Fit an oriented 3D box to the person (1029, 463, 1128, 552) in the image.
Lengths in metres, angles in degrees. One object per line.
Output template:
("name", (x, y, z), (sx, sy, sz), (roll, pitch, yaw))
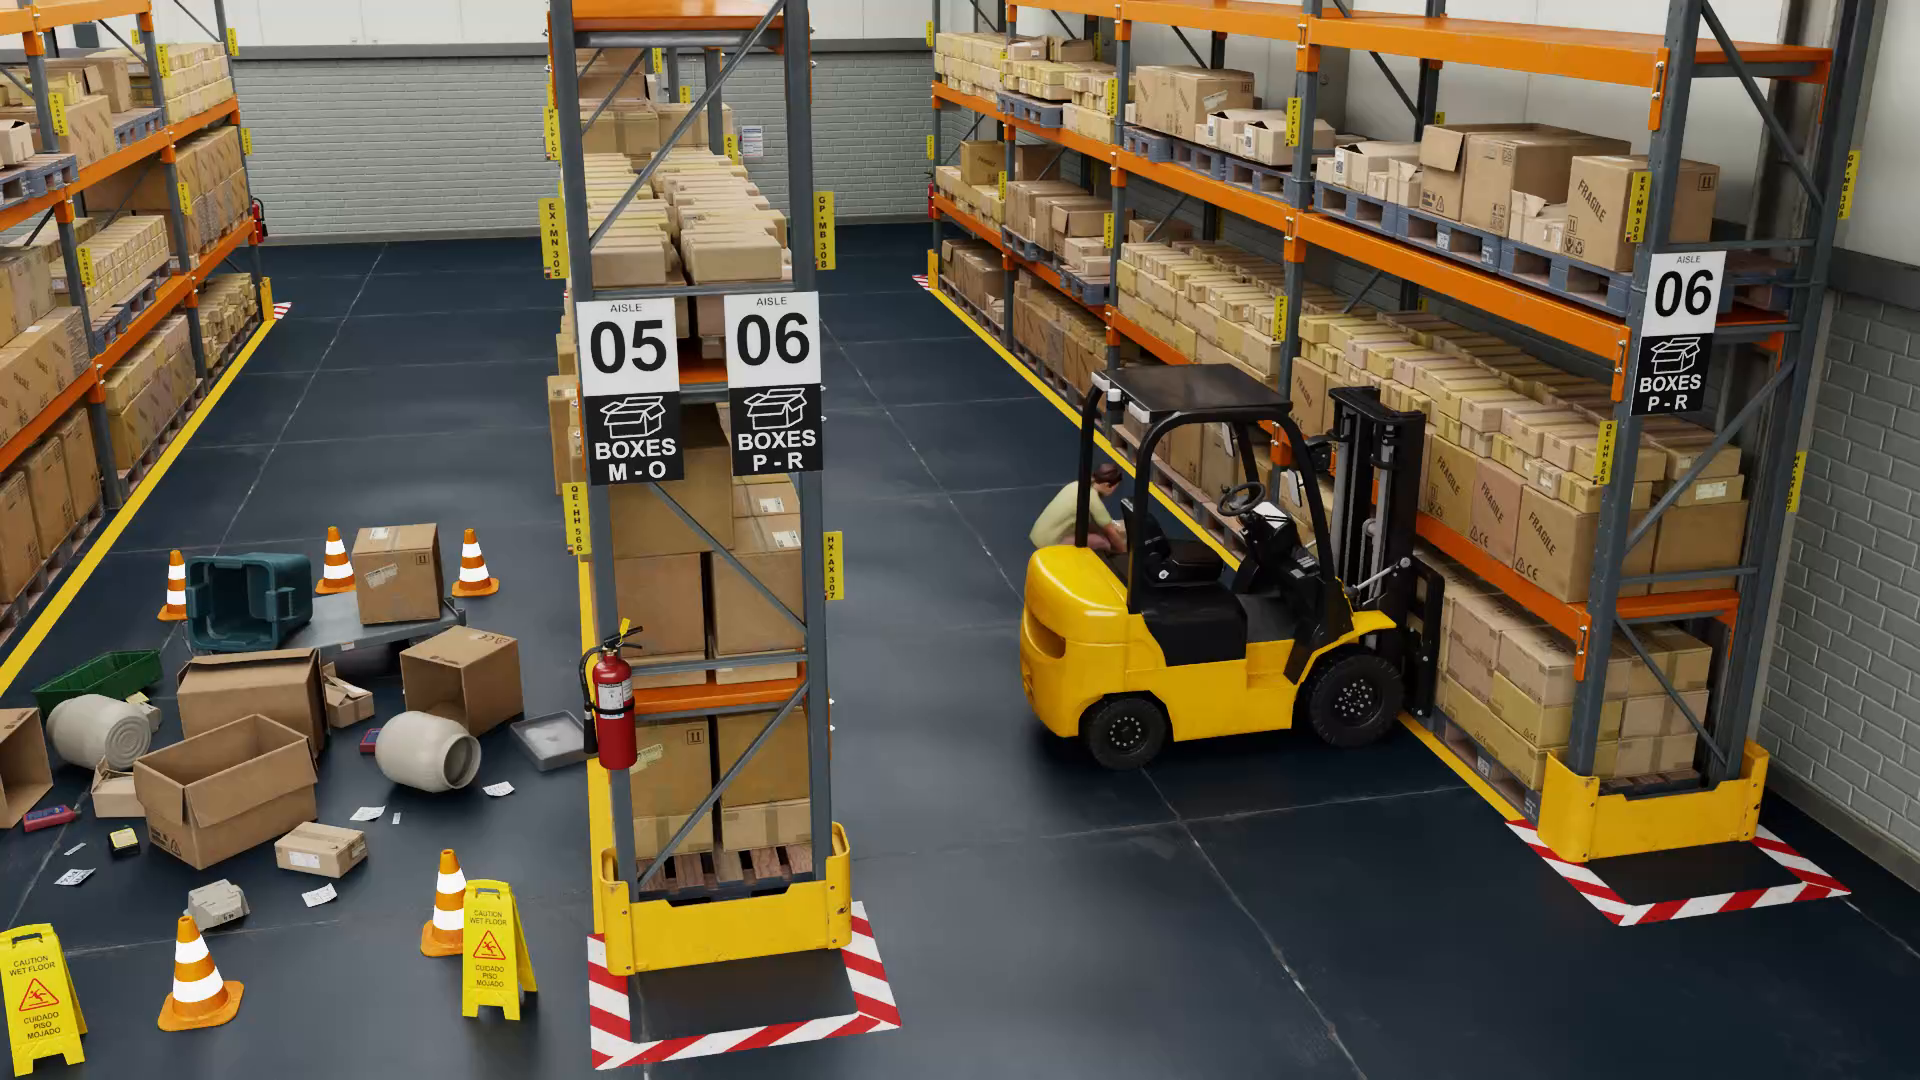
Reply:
("person", (0.926, -0.099, 12.464), (0.816, 0.934, 0.466), (-5, 20, -13))
